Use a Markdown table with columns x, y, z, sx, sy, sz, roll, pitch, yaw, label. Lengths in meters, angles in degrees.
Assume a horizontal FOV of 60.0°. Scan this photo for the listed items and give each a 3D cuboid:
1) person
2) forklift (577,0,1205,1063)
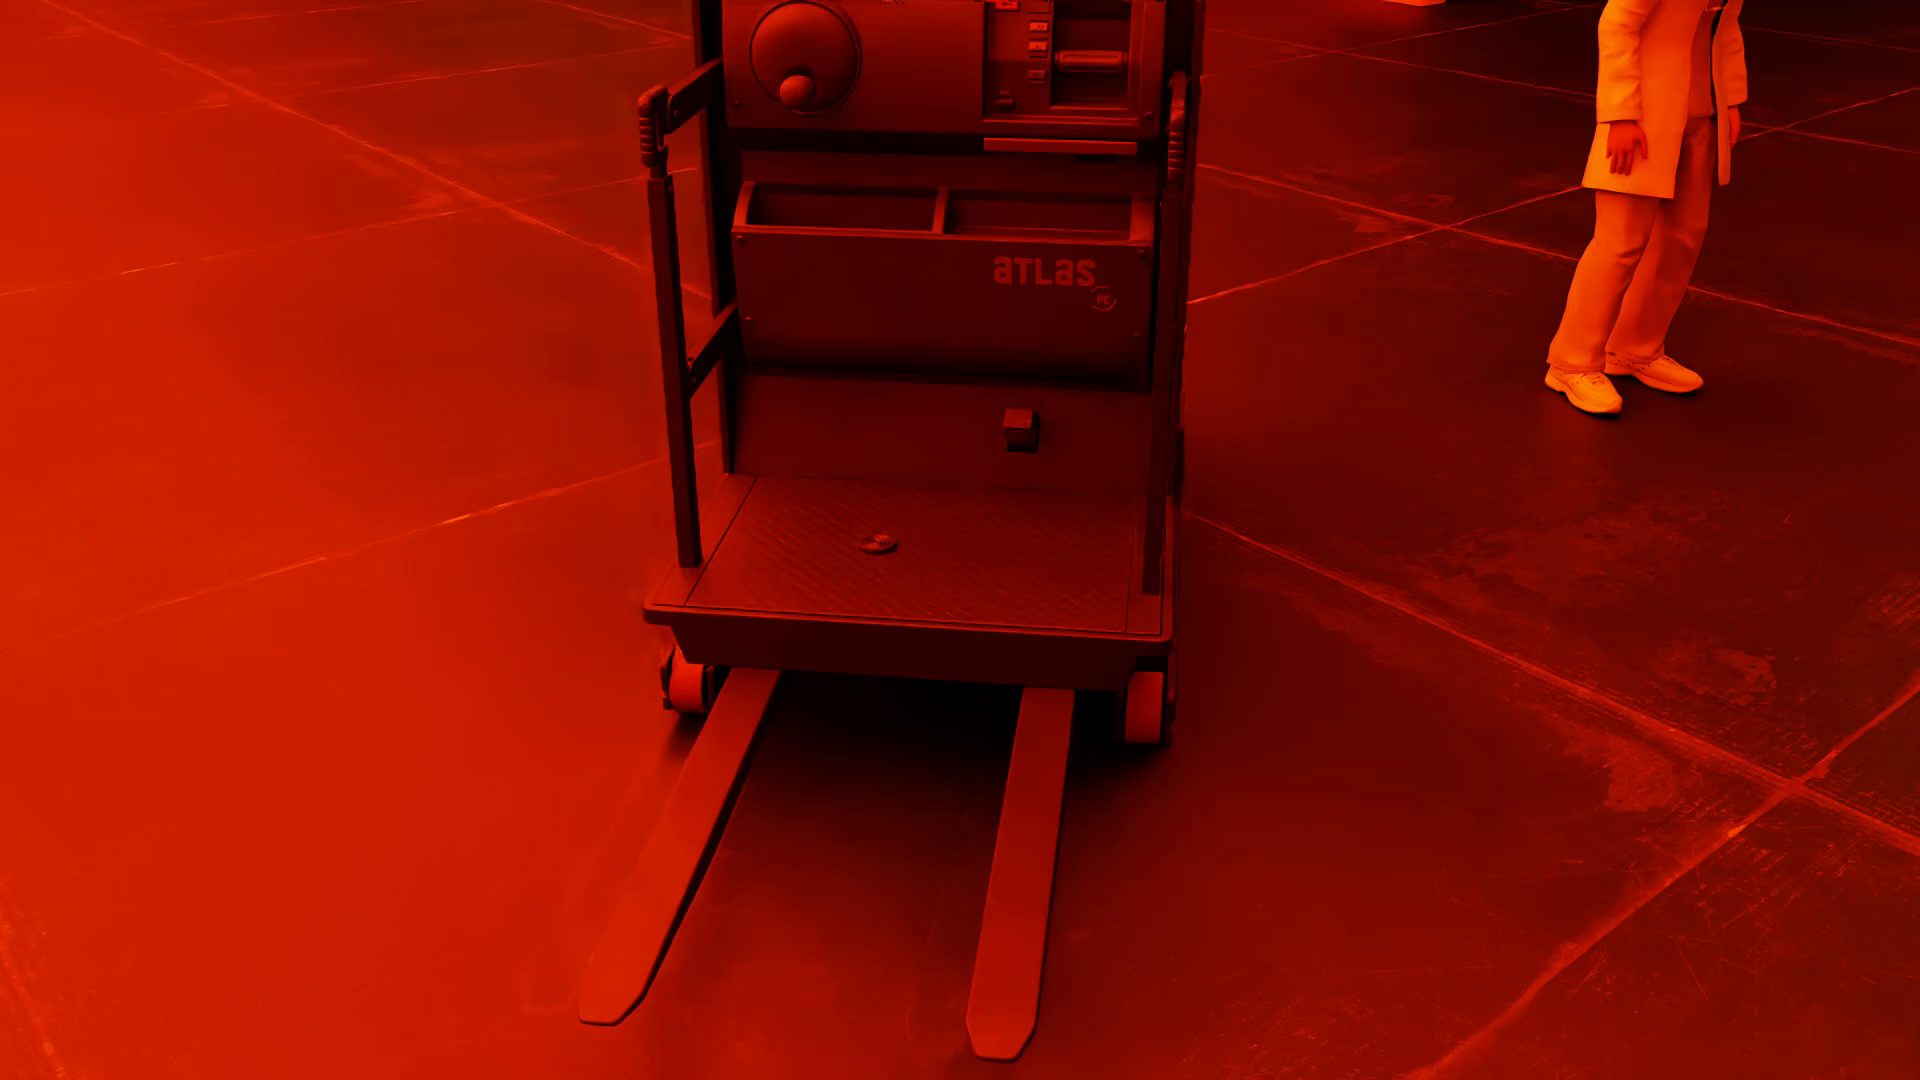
| x | y | z | sx | sy | sz | roll | pitch | yaw | label |
| --- | --- | --- | --- | --- | --- | --- | --- | --- | --- |
| 2.198 | -1.312 | 5.149 | 0.653 | 1.774 | 0.423 | -16 | 30 | -28 | person |
| -0.060 | -1.032 | 3.283 | 1.130 | 2.935 | 3.031 | 3 | 27 | 6 | forklift |
